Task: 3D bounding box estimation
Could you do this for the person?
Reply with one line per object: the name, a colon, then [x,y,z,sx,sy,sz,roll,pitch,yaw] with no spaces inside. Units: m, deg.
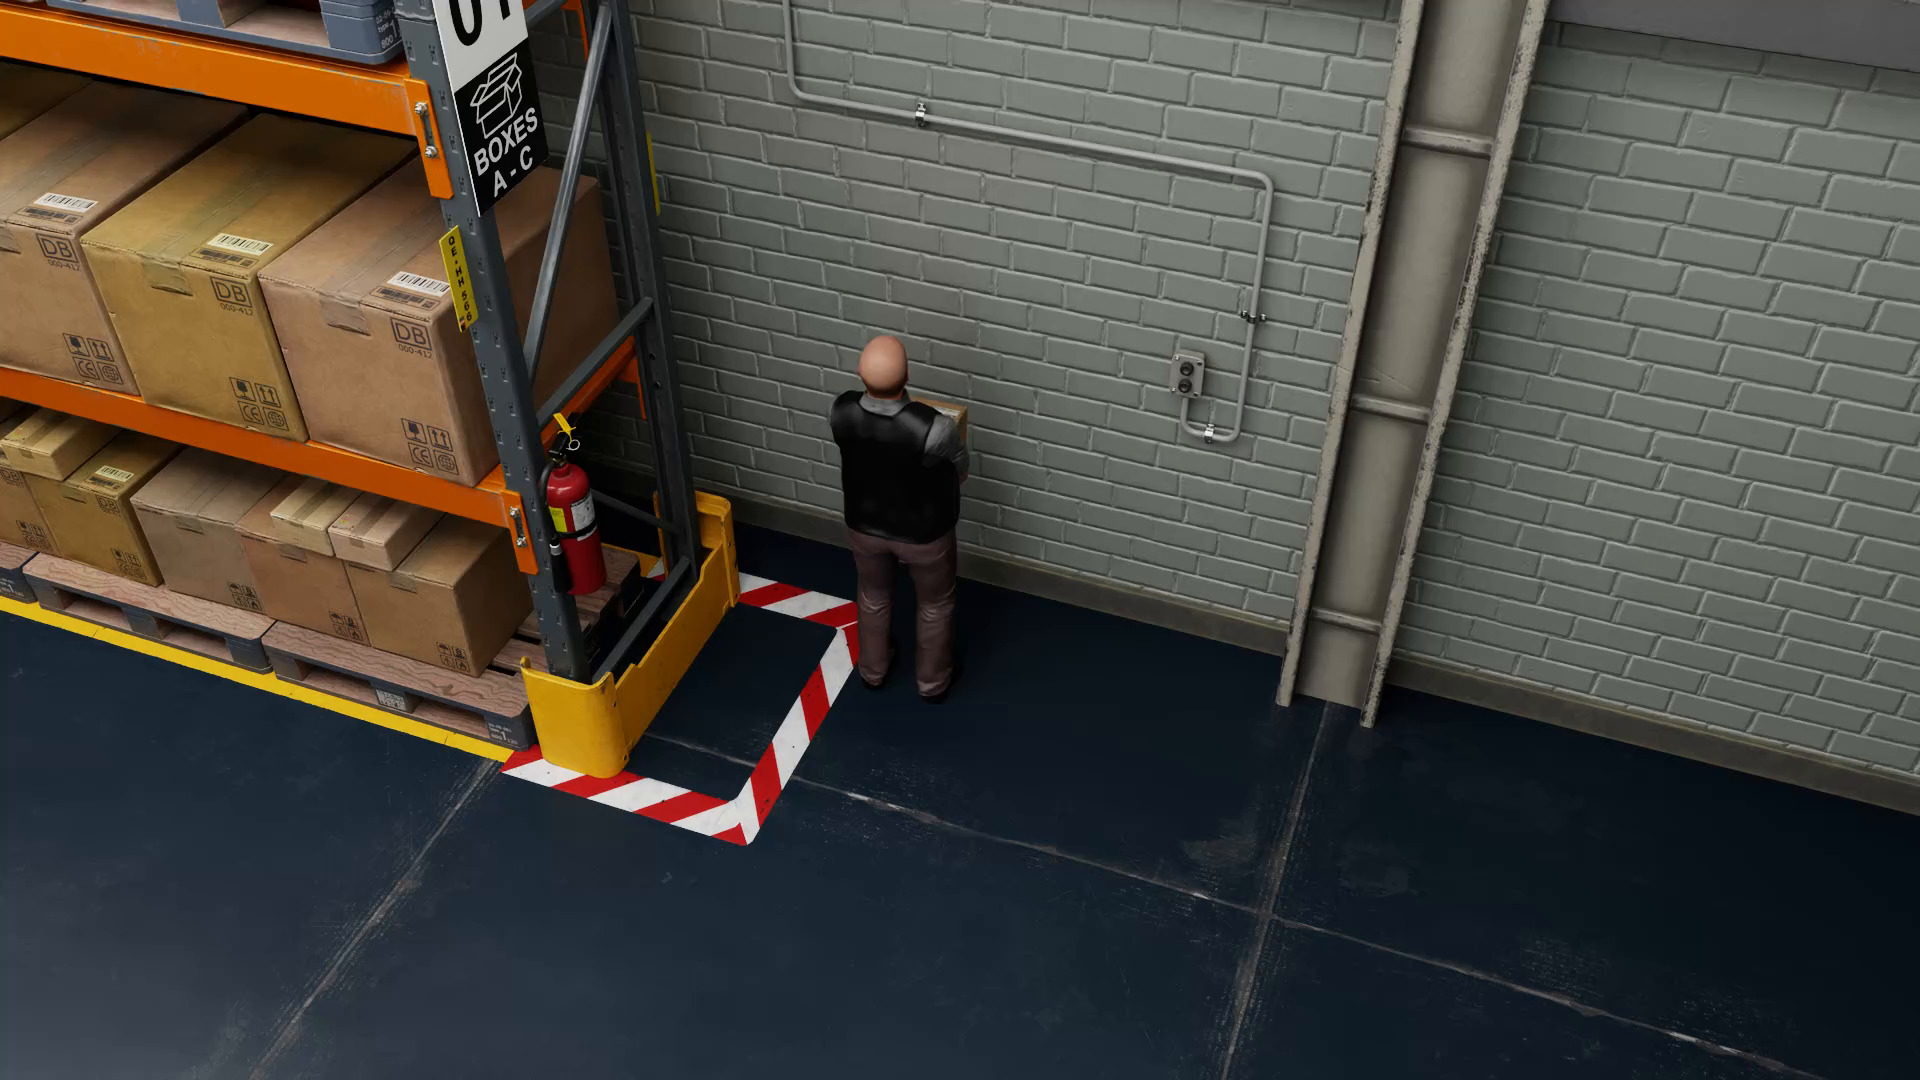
person: [-0.206,-0.127,6.330,0.494,1.711,0.551,12,43,14]
